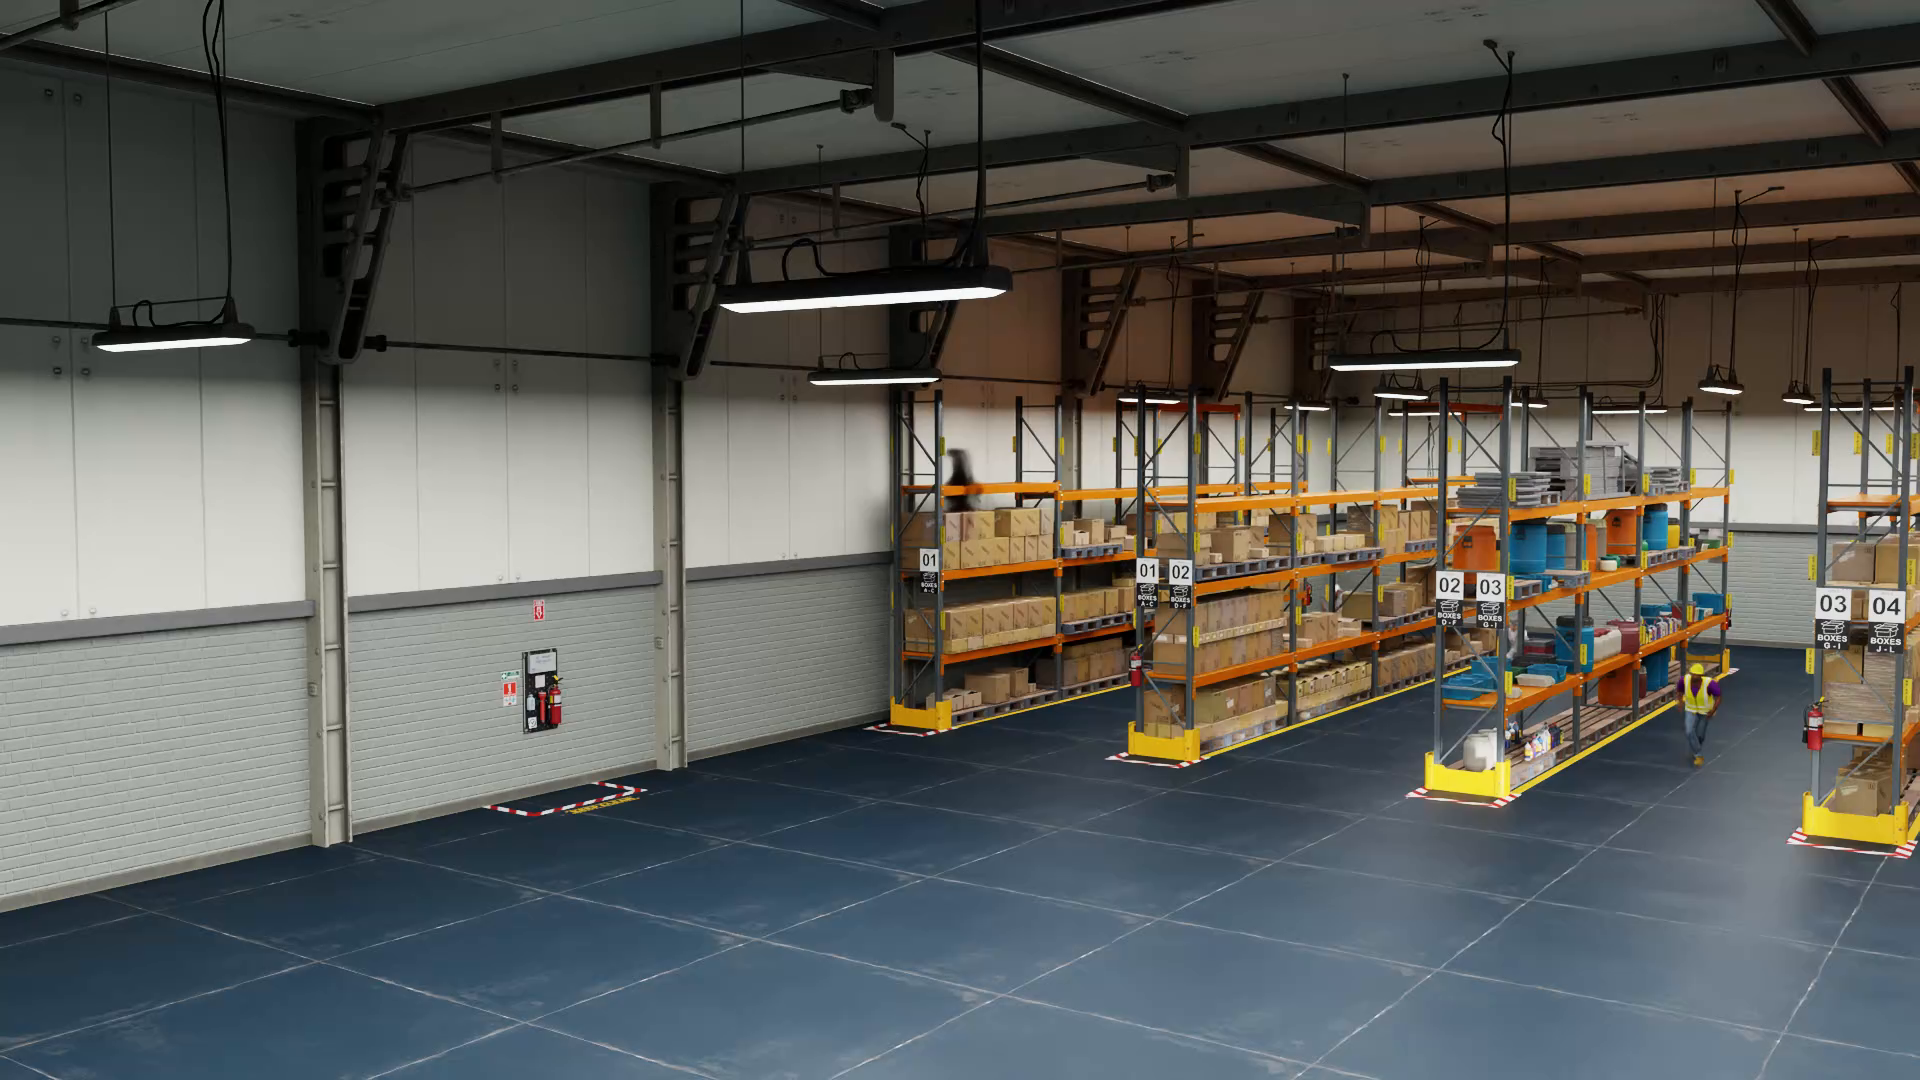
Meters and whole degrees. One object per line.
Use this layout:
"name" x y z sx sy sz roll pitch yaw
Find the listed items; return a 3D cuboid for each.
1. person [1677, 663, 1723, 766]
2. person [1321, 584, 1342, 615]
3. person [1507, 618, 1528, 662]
"person" 11.726 2.731 26.358 0.672 1.633 1.069 2 4 30
"person" 9.292 1.872 41.318 0.681 1.602 0.891 1 3 19
"person" 11.521 2.310 34.211 1.058 1.458 0.628 -3 4 -42
